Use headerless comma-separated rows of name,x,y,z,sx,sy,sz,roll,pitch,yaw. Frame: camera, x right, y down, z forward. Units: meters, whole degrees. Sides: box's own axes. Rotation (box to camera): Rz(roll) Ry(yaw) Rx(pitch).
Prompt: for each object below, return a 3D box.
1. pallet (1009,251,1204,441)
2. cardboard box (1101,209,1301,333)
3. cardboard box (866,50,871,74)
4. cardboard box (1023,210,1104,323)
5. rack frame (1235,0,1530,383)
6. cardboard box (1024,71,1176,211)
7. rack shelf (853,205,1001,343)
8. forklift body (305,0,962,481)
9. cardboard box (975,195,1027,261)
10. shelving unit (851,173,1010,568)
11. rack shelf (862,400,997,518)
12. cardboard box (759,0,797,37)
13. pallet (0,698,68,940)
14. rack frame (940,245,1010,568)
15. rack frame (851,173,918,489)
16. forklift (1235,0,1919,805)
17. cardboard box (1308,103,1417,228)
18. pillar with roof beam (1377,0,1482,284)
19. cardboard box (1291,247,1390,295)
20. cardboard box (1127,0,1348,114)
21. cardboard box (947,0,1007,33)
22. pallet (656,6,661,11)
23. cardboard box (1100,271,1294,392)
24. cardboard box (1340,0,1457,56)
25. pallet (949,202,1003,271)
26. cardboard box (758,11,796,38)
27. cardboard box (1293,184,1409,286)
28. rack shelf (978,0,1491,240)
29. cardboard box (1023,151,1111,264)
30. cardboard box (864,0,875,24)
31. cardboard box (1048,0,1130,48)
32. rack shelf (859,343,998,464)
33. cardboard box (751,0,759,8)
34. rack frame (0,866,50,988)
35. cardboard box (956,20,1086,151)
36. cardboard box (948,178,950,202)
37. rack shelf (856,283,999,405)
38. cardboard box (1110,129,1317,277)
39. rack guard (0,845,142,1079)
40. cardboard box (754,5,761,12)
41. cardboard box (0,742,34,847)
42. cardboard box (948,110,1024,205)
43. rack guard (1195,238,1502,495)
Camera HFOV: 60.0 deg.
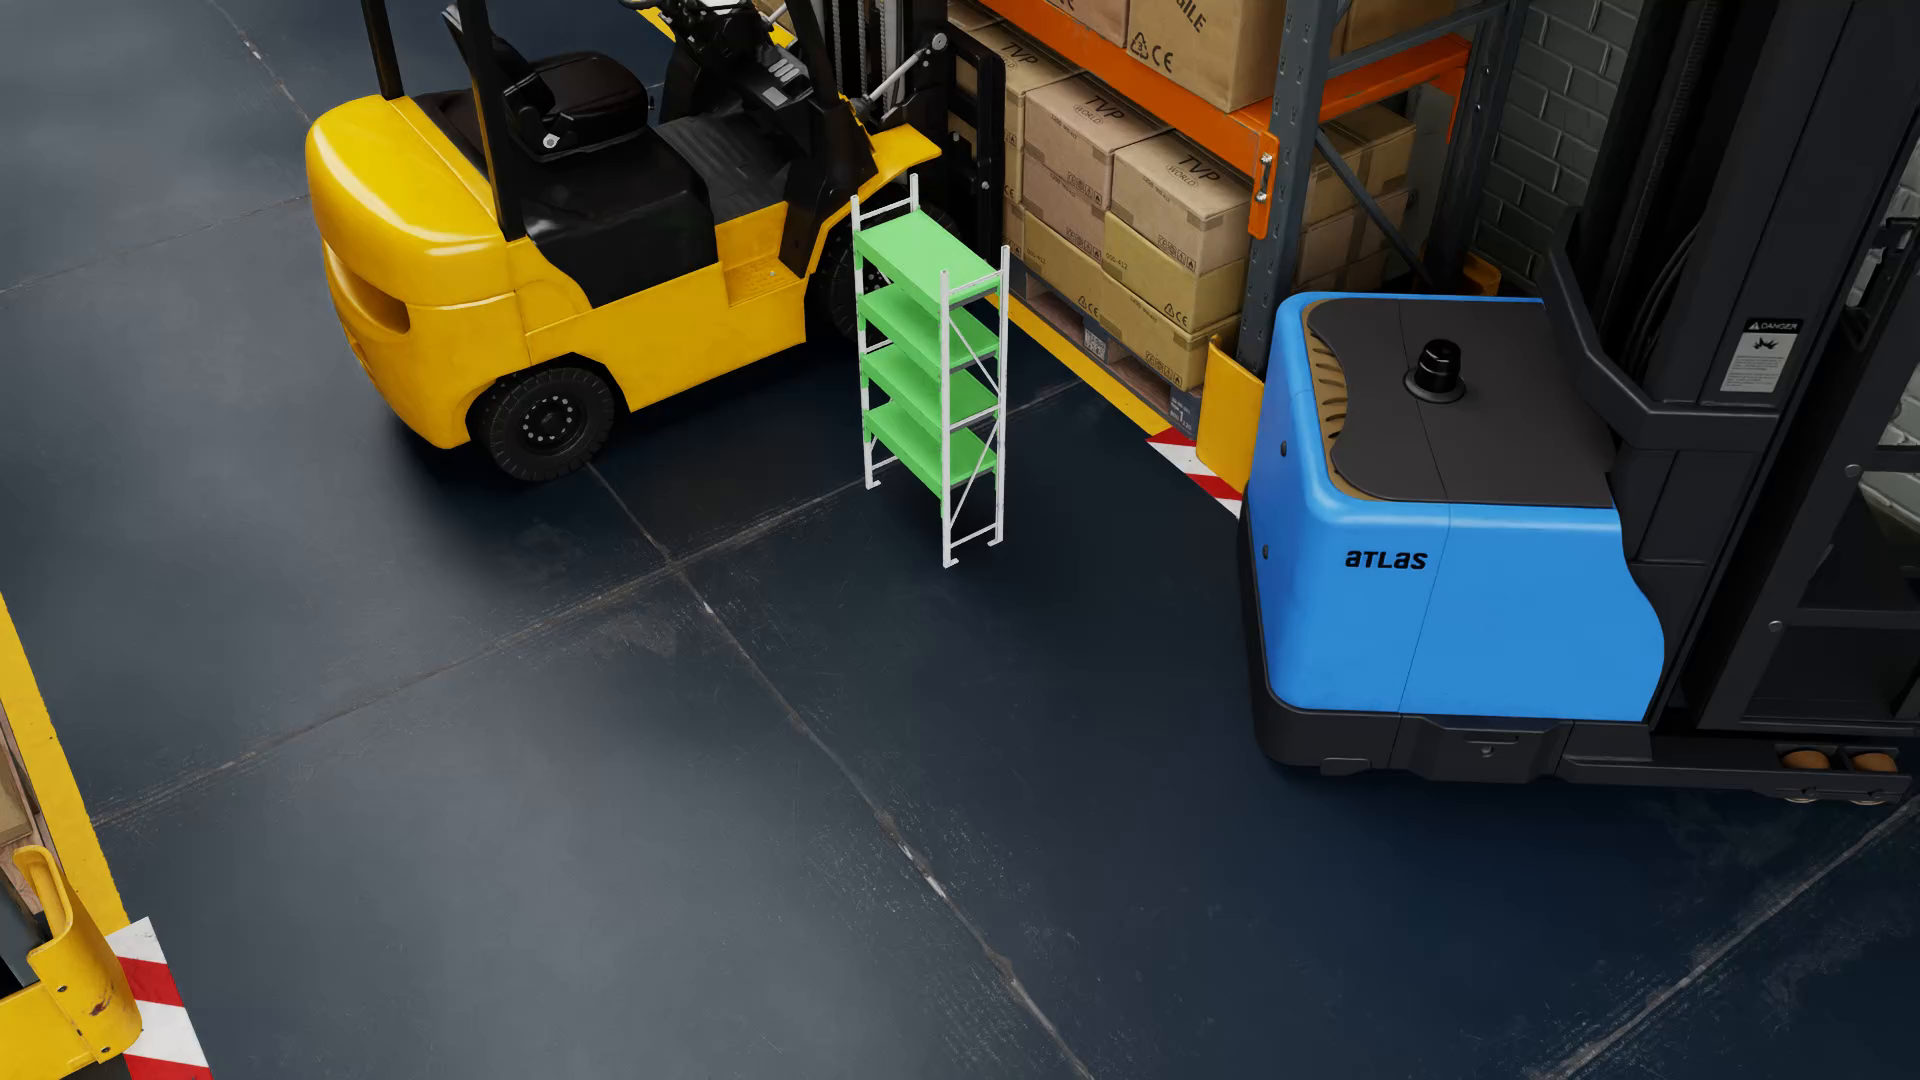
pallet,0.927,-0.967,6.610,1.003,0.211,1.213,-26,49,-24
cardboard box,0.864,-1.050,6.002,0.500,0.250,0.500,-26,50,-25
cardboard box,-0.298,-2.193,7.200,0.500,0.250,0.500,-26,50,-25
cardboard box,0.594,-1.143,6.462,0.500,0.250,0.500,-26,49,-24
rack frame,1.399,-1.559,5.211,1.000,3.000,0.127,-26,49,-24
cardboard box,0.583,-1.503,6.115,0.500,0.250,0.500,-25,49,-24
rack shelf,-0.095,-0.829,5.147,0.258,0.148,0.480,-26,49,-24
forklift body,-1.182,-1.606,5.874,2.313,2.155,1.214,-26,49,-24
cardboard box,0.316,-1.430,6.763,0.500,0.250,0.500,-25,49,-24
shelving unit,-0.095,-0.528,5.434,0.258,1.200,0.503,-26,49,-24
rack shelf,-0.095,-0.308,5.644,0.258,0.148,0.480,-26,49,-24
cardboard box,-0.576,-2.482,7.503,0.500,0.250,0.500,-26,49,-25
pallet,-3.149,0.895,4.659,1.003,0.211,1.213,-26,49,-24
rack frame,0.045,-0.390,5.289,0.240,1.200,0.015,-26,49,-24
rack frame,-0.234,-0.666,5.579,0.240,1.200,0.015,-26,49,-24
forklift,2.426,-0.654,4.312,3.031,2.935,1.130,2,44,2
cardboard box,1.279,-1.425,6.034,0.500,0.250,0.500,-26,50,-25
pillar with roof beam,-1.791,-2.779,2.144,9.100,9.000,0.400,-26,49,-24
cardboard box,1.279,-1.072,6.388,0.500,0.250,0.500,-26,49,-24
cardboard box,0.902,-1.770,5.360,0.500,0.500,0.500,-27,50,-25
cardboard box,0.002,-2.075,6.714,0.500,0.250,0.500,-27,50,-25
pallet,-1.343,-3.218,8.968,1.003,0.211,1.213,-26,49,-24
cardboard box,0.871,-0.858,6.163,0.500,0.250,0.500,-25,49,-24
cardboard box,1.343,-1.986,5.585,0.500,0.500,0.500,-24,49,-23
pallet,0.233,-1.658,7.333,1.003,0.211,1.213,-26,49,-24
cardboard box,-0.581,-2.296,7.670,0.500,0.250,0.500,-27,50,-25
cardboard box,1.300,-1.246,6.208,0.500,0.250,0.500,-25,49,-24
rack shelf,0.255,-2.432,6.646,1.077,0.370,4.000,-26,49,-24
cardboard box,0.586,-1.338,6.304,0.500,0.250,0.500,-26,50,-25
cardboard box,-0.292,-2.375,7.028,0.500,0.250,0.500,-24,49,-23
cardboard box,0.613,-2.068,5.671,0.500,0.500,0.500,-24,49,-23
rack shelf,-0.095,-0.482,5.478,0.258,0.148,0.480,-26,49,-24
cardboard box,-0.866,-2.767,7.801,0.500,0.250,0.500,-26,49,-25
rack frame,-2.670,0.404,3.155,1.000,3.000,0.127,-26,49,-24
cardboard box,0.286,-1.785,6.410,0.500,0.250,0.500,-25,49,-24
cardboard box,0.000,-1.715,7.062,0.500,0.250,0.500,-24,49,-23
rack shelf,-0.095,-0.655,5.312,0.258,0.148,0.480,-26,49,-24
cardboard box,0.880,-1.216,5.814,0.500,0.250,0.500,-24,49,-23
rack guard,-2.713,1.265,4.063,1.175,0.500,0.348,-26,49,-24
cardboard box,-0.884,-2.577,7.965,0.500,0.250,0.500,-25,49,-24
cardboard box,-2.905,0.680,4.552,0.500,0.250,0.500,-26,49,-25
cardboard box,0.274,-1.622,6.602,0.500,0.250,0.500,-27,50,-25
rack guard,1.413,-0.641,6.060,1.175,0.500,0.348,-26,49,-24
